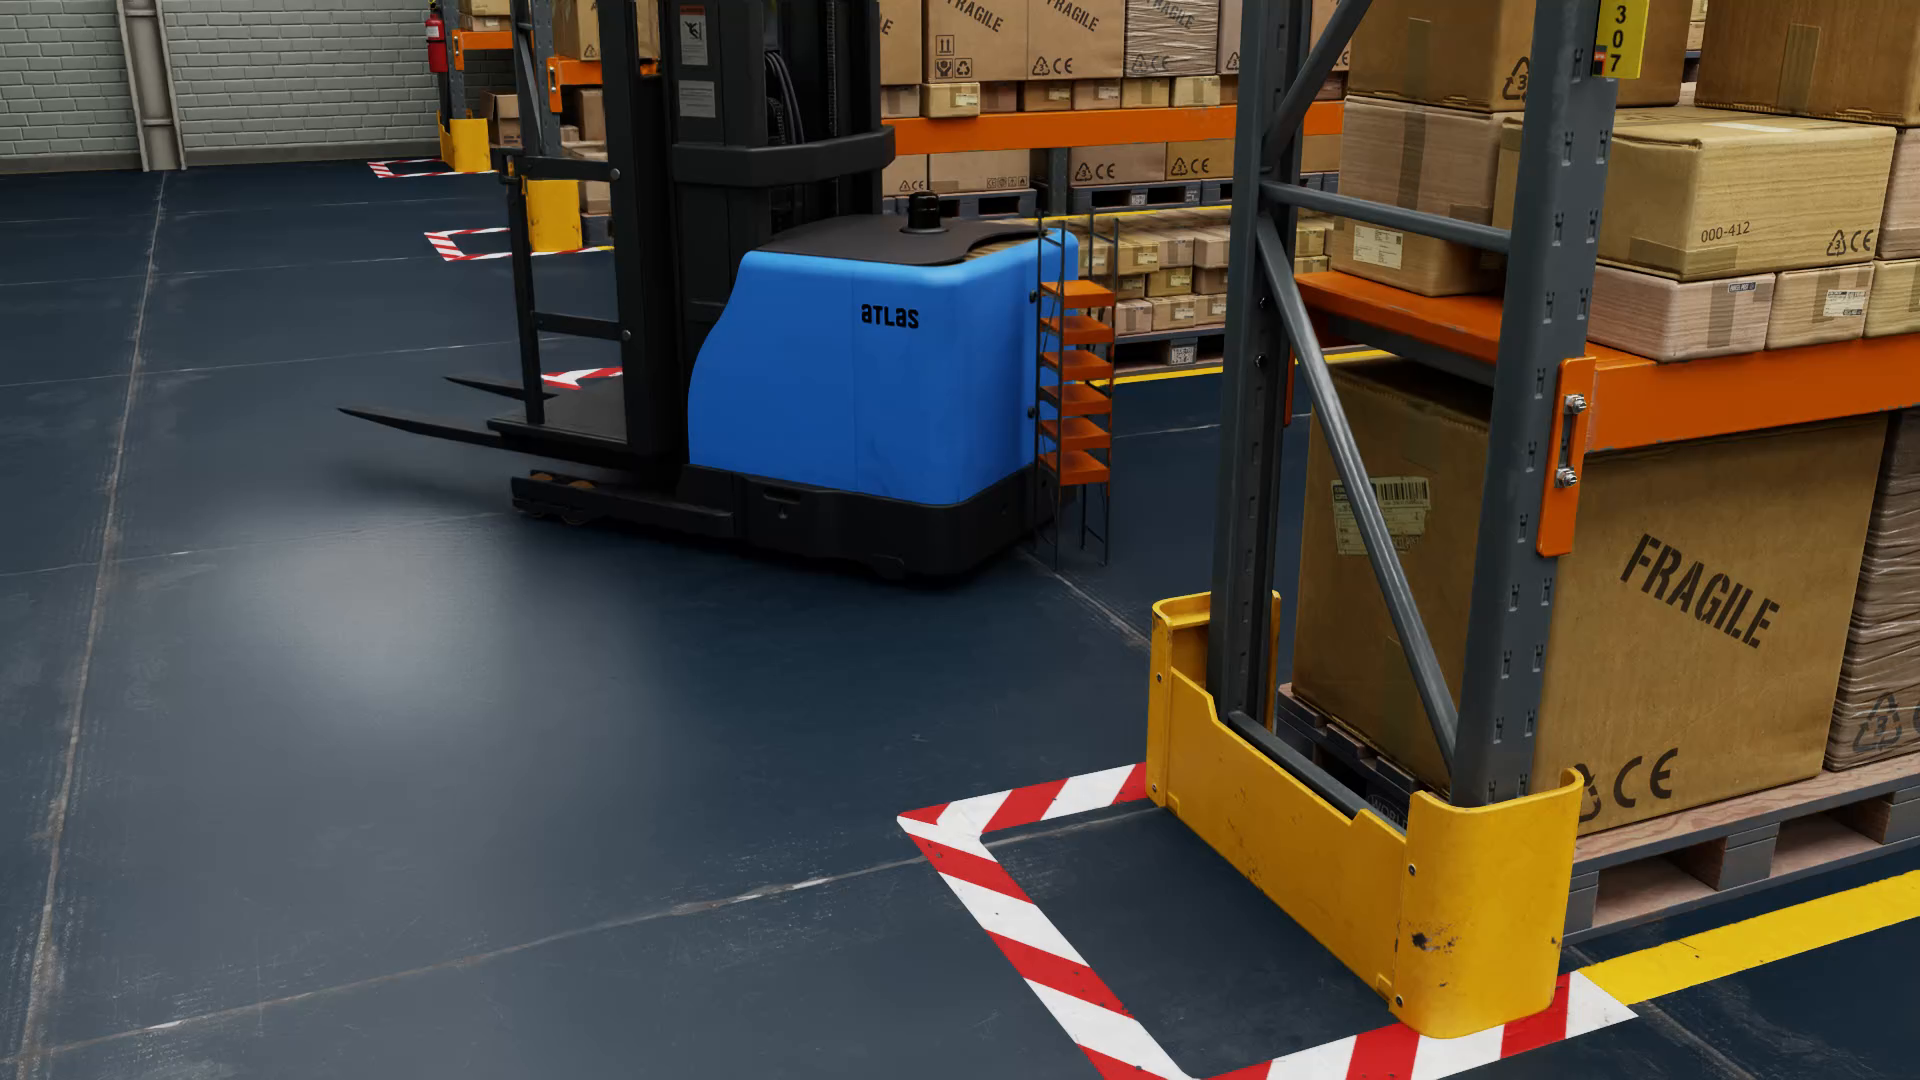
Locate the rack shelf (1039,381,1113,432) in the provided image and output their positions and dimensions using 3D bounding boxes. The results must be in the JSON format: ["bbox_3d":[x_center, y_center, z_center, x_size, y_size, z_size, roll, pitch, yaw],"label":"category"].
[{"bbox_3d":[0.385,-0.454,5.639,0.180,0.103,0.258,-6,20,-16],"label":"rack shelf"}]

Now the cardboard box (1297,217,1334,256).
[{"bbox_3d":[1.992,-1.615,8.857,0.250,0.149,0.380,-8,21,-22],"label":"cardboard box"}]

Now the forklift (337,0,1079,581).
[{"bbox_3d":[-1.103,-1.577,6.088,3.031,2.935,1.130,10,22,27],"label":"forklift"}]

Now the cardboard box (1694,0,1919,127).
[{"bbox_3d":[1.867,-1.106,3.295,0.500,0.500,0.500,-9,21,-23],"label":"cardboard box"}]

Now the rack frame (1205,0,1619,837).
[{"bbox_3d":[0.860,-0.636,3.312,0.127,3.000,1.000,-8,21,-22],"label":"rack frame"}]

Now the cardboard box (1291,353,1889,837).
[{"bbox_3d":[1.416,0.060,3.903,0.875,0.875,0.875,-8,21,-22],"label":"cardboard box"}]

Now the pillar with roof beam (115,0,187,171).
[{"bbox_3d":[-6.163,-6.608,11.240,0.400,9.000,9.100,-8,21,-22],"label":"pillar with roof beam"}]

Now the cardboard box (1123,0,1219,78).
[{"bbox_3d":[0.911,-2.532,8.097,0.500,0.500,0.500,-9,21,-23],"label":"cardboard box"}]

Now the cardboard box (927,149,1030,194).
[{"bbox_3d":[-0.012,-3.124,13.603,0.875,0.438,0.875,-8,21,-23],"label":"cardboard box"}]

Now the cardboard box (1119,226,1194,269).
[{"bbox_3d":[0.997,-1.502,8.537,0.250,0.149,0.380,-8,21,-22],"label":"cardboard box"}]

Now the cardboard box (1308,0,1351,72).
[{"bbox_3d":[1.851,-2.658,8.455,0.500,0.500,0.500,-9,21,-23],"label":"cardboard box"}]

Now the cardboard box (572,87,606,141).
[{"bbox_3d":[-3.636,-4.342,16.970,0.500,0.500,0.700,-7,21,-20],"label":"cardboard box"}]

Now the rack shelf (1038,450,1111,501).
[{"bbox_3d":[0.385,-0.228,5.719,0.180,0.103,0.258,-6,20,-16],"label":"rack shelf"}]

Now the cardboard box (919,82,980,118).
[{"bbox_3d":[-0.099,-2.051,7.709,0.250,0.149,0.380,-9,21,-23],"label":"cardboard box"}]

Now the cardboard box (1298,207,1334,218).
[{"bbox_3d":[1.986,-1.822,9.444,0.250,0.149,0.380,-7,21,-19],"label":"cardboard box"}]

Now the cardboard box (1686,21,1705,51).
[{"bbox_3d":[3.919,-2.782,9.152,0.250,0.149,0.380,-8,21,-21],"label":"cardboard box"}]

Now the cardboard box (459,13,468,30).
[{"bbox_3d":[-4.837,-5.178,16.590,0.250,0.149,0.380,-8,21,-23],"label":"cardboard box"}]

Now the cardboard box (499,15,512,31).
[{"bbox_3d":[-4.409,-5.060,16.254,0.250,0.149,0.380,-8,21,-21],"label":"cardboard box"}]

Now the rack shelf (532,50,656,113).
[{"bbox_3d":[-1.229,-3.582,12.761,4.000,0.370,1.077,-8,21,-22],"label":"rack shelf"}]

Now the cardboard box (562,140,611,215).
[{"bbox_3d":[-2.499,-2.765,12.583,0.875,0.438,0.875,-9,21,-24],"label":"cardboard box"}]

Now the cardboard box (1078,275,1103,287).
[{"bbox_3d":[0.519,-1.289,8.378,0.250,0.149,0.380,-9,21,-25],"label":"cardboard box"}]

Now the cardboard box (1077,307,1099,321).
[{"bbox_3d":[0.504,-1.143,8.413,0.250,0.149,0.380,-8,21,-22],"label":"cardboard box"}]

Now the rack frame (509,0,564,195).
[{"bbox_3d":[-3.066,-3.658,11.894,0.127,3.000,1.000,-8,21,-22],"label":"rack frame"}]

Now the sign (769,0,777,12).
[{"bbox_3d":[-0.797,-2.405,7.031,0.005,0.325,0.100,-8,21,-22],"label":"sign"}]

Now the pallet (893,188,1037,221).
[{"bbox_3d":[-0.122,-2.793,13.636,1.213,0.211,1.003,-8,21,-22],"label":"pallet"}]

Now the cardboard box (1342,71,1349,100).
[{"bbox_3d":[2.029,-2.376,8.633,0.250,0.149,0.380,-7,21,-20],"label":"cardboard box"}]

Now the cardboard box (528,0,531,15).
[{"bbox_3d":[-4.049,-5.285,16.292,0.500,0.250,0.500,-8,21,-21],"label":"cardboard box"}]

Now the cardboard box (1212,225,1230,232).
[{"bbox_3d":[1.511,-1.541,8.646,0.250,0.149,0.380,-9,21,-25],"label":"cardboard box"}]

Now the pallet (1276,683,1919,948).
[{"bbox_3d":[1.563,0.550,4.141,1.213,0.211,1.003,-8,21,-22],"label":"pallet"}]

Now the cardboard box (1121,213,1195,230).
[{"bbox_3d":[1.059,-1.662,8.992,0.250,0.149,0.380,-9,21,-24],"label":"cardboard box"}]

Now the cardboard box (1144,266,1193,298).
[{"bbox_3d":[1.003,-1.369,8.607,0.250,0.149,0.380,-7,21,-19],"label":"cardboard box"}]

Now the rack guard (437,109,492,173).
[{"bbox_3d":[-4.965,-4.002,16.636,0.348,0.500,1.175,-8,21,-22],"label":"rack guard"}]

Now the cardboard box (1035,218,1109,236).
[{"bbox_3d":[0.588,-1.599,8.811,0.250,0.149,0.380,-9,21,-24],"label":"cardboard box"}]

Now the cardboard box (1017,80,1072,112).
[{"bbox_3d":[0.343,-2.155,8.005,0.250,0.149,0.380,-8,21,-22],"label":"cardboard box"}]

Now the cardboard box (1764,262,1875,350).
[{"bbox_3d":[1.551,-0.498,3.297,0.250,0.149,0.380,-8,21,-23],"label":"cardboard box"}]

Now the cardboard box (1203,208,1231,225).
[{"bbox_3d":[1.543,-1.732,9.189,0.250,0.149,0.380,-9,21,-23],"label":"cardboard box"}]

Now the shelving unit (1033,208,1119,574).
[{"bbox_3d":[0.385,-0.496,5.624,0.189,1.200,0.258,-6,20,-16],"label":"shelving unit"}]

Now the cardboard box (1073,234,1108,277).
[{"bbox_3d":[0.544,-1.420,8.302,0.250,0.149,0.380,-7,21,-20],"label":"cardboard box"}]

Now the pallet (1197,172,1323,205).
[{"bbox_3d":[2.408,-3.155,14.665,1.213,0.211,1.003,-8,21,-22],"label":"pallet"}]

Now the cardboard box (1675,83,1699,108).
[{"bbox_3d":[1.666,-0.917,3.887,0.500,0.250,0.500,-9,21,-23],"label":"cardboard box"}]

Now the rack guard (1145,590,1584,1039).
[{"bbox_3d":[0.838,0.546,3.718,0.348,0.500,1.175,-8,21,-22],"label":"rack guard"}]

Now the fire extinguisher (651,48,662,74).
[{"bbox_3d":[-1.426,-2.057,8.025,0.183,0.674,0.296,-8,21,-22],"label":"fire extinguisher"}]

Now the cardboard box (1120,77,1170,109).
[{"bbox_3d":[0.827,-2.207,8.151,0.250,0.149,0.380,-7,21,-20],"label":"cardboard box"}]

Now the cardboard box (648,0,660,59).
[{"bbox_3d":[-2.058,-3.756,12.022,0.500,0.500,0.500,-8,21,-23],"label":"cardboard box"}]

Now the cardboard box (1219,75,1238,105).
[{"bbox_3d":[1.290,-2.288,8.382,0.250,0.149,0.380,-8,21,-23],"label":"cardboard box"}]

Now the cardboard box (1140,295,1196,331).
[{"bbox_3d":[1.011,-1.194,8.557,0.250,0.149,0.380,-8,21,-22],"label":"cardboard box"}]

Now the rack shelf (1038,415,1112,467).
[{"bbox_3d":[0.385,-0.341,5.679,0.180,0.103,0.258,-6,20,-16],"label":"rack shelf"}]

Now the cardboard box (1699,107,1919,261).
[{"bbox_3d":[1.882,-0.757,3.432,0.500,0.250,0.500,-8,21,-23],"label":"cardboard box"}]

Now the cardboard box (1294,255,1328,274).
[{"bbox_3d":[1.746,-1.460,8.865,0.250,0.149,0.380,-8,21,-21],"label":"cardboard box"}]

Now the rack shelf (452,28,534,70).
[{"bbox_3d":[-3.199,-5.095,17.059,4.000,0.370,1.077,-8,21,-22],"label":"rack shelf"}]

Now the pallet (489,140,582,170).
[{"bbox_3d":[-4.234,-3.971,16.982,1.213,0.211,1.003,-8,21,-22],"label":"pallet"}]

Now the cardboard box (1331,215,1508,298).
[{"bbox_3d":[1.056,-0.665,3.771,0.250,0.149,0.380,-8,21,-21],"label":"cardboard box"}]

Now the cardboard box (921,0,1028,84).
[{"bbox_3d":[-0.009,-2.402,7.729,0.500,0.500,0.500,-8,21,-22],"label":"cardboard box"}]

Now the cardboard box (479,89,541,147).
[{"bbox_3d":[-4.436,-4.243,16.683,0.637,0.503,0.797,-9,21,-24],"label":"cardboard box"}]

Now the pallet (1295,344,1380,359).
[{"bbox_3d":[2.058,-1.273,9.321,1.213,0.211,1.003,-8,21,-22],"label":"pallet"}]

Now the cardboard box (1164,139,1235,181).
[{"bbox_3d":[1.971,-3.607,14.317,0.875,0.875,0.875,-8,21,-20],"label":"cardboard box"}]

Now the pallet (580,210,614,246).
[{"bbox_3d":[-2.362,-2.472,12.724,1.213,0.211,1.003,-8,21,-22],"label":"pallet"}]

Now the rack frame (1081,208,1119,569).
[{"bbox_3d":[0.473,-0.505,5.650,0.006,1.200,0.240,-6,20,-16],"label":"rack frame"}]
